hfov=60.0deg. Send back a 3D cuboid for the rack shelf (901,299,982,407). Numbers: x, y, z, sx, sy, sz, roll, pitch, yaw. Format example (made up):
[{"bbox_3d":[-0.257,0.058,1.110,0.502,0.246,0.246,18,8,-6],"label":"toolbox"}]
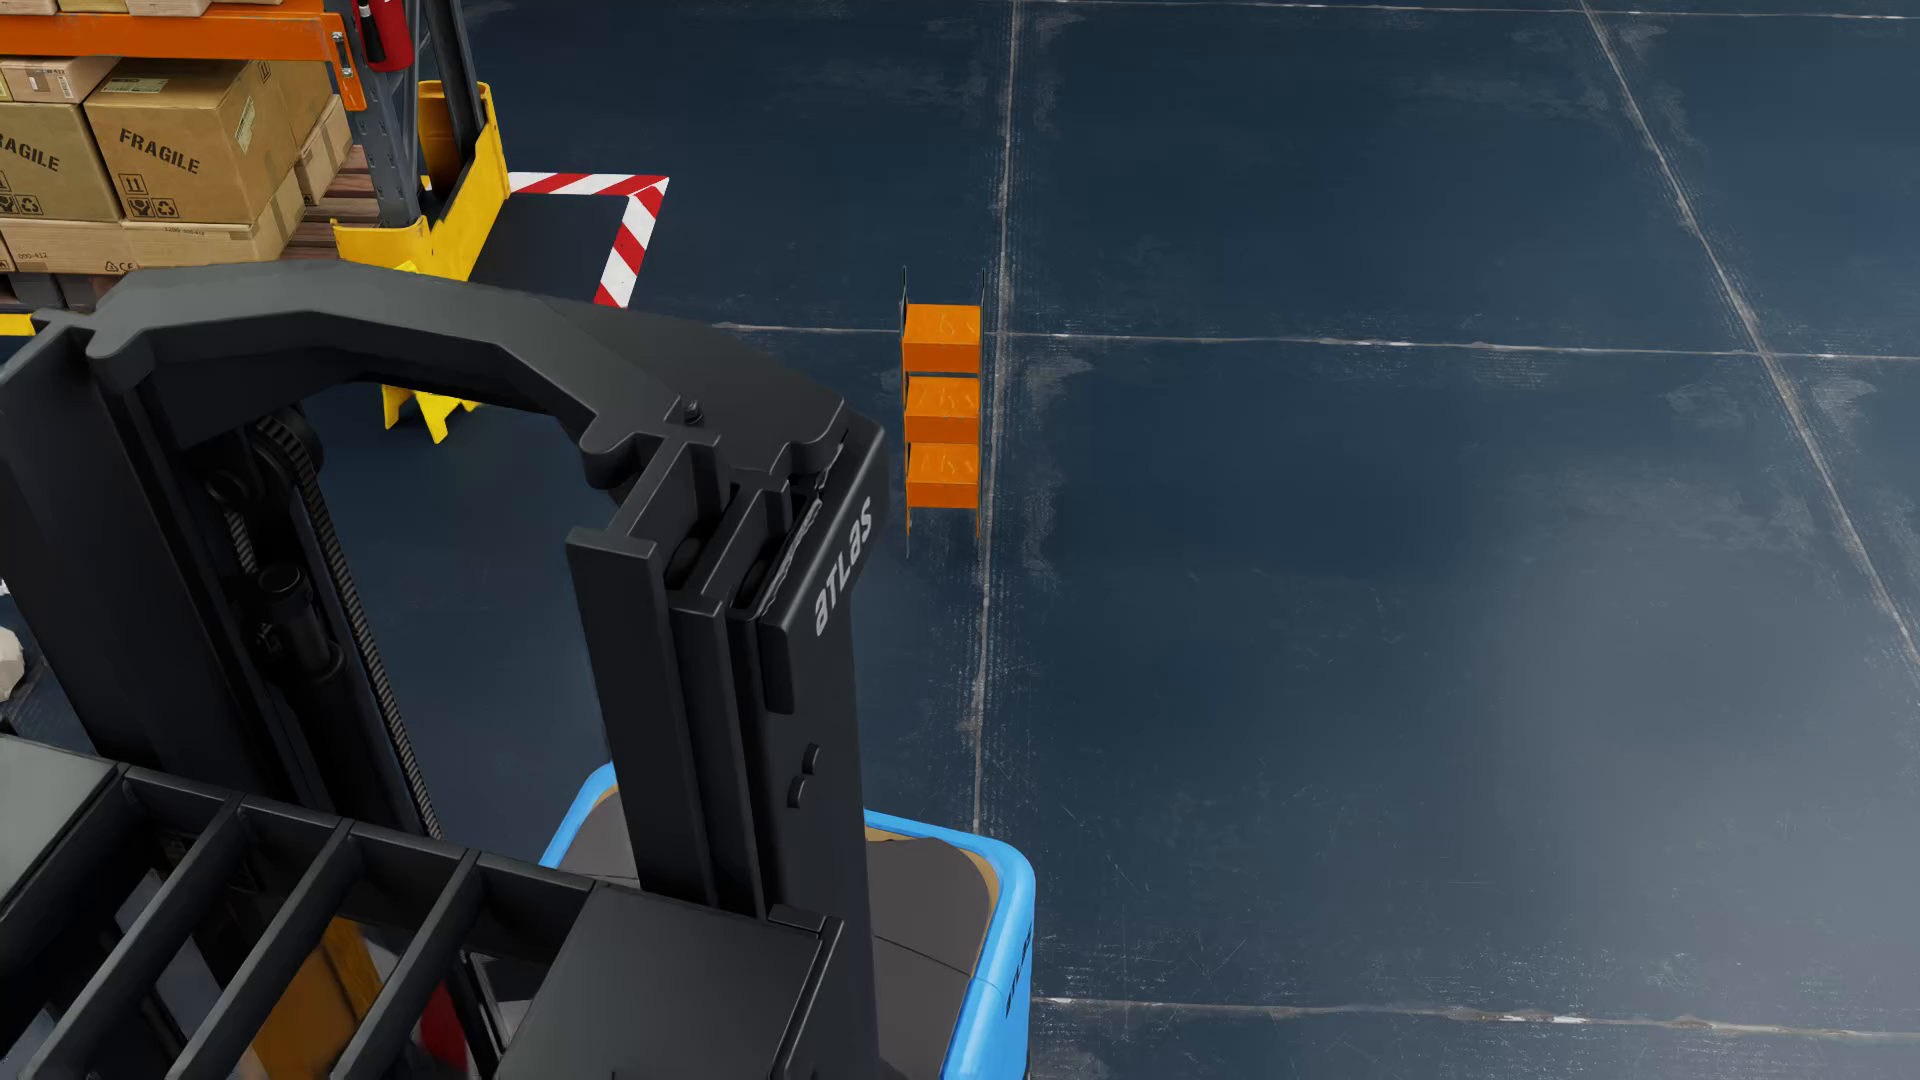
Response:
[{"bbox_3d":[-0.053,-0.586,5.208,0.240,0.259,0.215,2,43,2],"label":"rack shelf"}]

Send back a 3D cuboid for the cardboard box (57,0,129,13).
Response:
[{"bbox_3d":[-3.019,-2.026,5.909,0.250,0.149,0.380,1,43,1],"label":"cardboard box"}]

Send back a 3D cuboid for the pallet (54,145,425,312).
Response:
[{"bbox_3d":[-3.008,-1.329,7.021,1.213,0.211,1.003,2,43,2],"label":"pallet"}]

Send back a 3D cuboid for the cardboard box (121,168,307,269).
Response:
[{"bbox_3d":[-2.966,-1.288,6.641,0.500,0.250,0.500,2,43,2],"label":"cardboard box"}]

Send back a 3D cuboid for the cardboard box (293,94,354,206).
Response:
[{"bbox_3d":[-2.916,-1.658,7.039,0.500,0.250,0.500,1,43,2],"label":"cardboard box"}]

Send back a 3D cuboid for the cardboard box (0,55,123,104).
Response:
[{"bbox_3d":[-3.304,-1.770,6.132,0.250,0.149,0.380,3,43,3],"label":"cardboard box"}]

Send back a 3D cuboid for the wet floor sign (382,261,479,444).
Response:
[{"bbox_3d":[-1.981,-0.702,6.030,0.232,0.644,0.267,16,45,16],"label":"wet floor sign"}]

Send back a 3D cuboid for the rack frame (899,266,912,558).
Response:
[{"bbox_3d":[-0.175,-0.390,5.398,0.008,1.050,0.200,2,43,2],"label":"rack frame"}]

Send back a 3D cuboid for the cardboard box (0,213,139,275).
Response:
[{"bbox_3d":[-3.459,-1.308,6.663,0.500,0.250,0.500,2,43,2],"label":"cardboard box"}]

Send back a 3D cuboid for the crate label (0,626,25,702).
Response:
[{"bbox_3d":[-3.108,0.399,5.221,0.298,0.136,0.250,-19,46,-20],"label":"crate label"}]

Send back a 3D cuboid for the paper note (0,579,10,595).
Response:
[{"bbox_3d":[-3.156,0.115,5.604,0.142,0.019,0.148,-12,44,-13],"label":"paper note"}]

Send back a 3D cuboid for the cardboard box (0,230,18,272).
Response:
[{"bbox_3d":[-3.982,-1.320,6.676,0.500,0.250,0.500,0,43,0],"label":"cardboard box"}]

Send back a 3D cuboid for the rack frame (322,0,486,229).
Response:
[{"bbox_3d":[-2.122,-2.298,6.016,0.127,3.000,1.000,2,43,2],"label":"rack frame"}]

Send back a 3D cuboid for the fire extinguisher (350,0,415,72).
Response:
[{"bbox_3d":[-2.029,-1.952,5.702,0.183,0.674,0.296,2,43,2],"label":"fire extinguisher"}]

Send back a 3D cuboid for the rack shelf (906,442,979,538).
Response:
[{"bbox_3d":[-0.053,-0.175,5.591,0.240,0.259,0.215,2,43,2],"label":"rack shelf"}]

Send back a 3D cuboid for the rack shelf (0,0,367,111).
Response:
[{"bbox_3d":[-4.120,-2.096,6.327,4.000,0.370,1.077,2,43,2],"label":"rack shelf"}]

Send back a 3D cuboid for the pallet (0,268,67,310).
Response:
[{"bbox_3d":[-4.224,-1.368,7.064,1.213,0.211,1.003,2,43,2],"label":"pallet"}]

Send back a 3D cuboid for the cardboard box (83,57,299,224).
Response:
[{"bbox_3d":[-2.934,-1.567,6.390,0.500,0.500,0.500,2,43,2],"label":"cardboard box"}]

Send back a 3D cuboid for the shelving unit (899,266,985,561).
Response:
[{"bbox_3d":[-0.053,-0.386,5.394,0.252,1.050,0.215,2,43,2],"label":"shelving unit"}]

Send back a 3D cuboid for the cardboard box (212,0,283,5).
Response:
[{"bbox_3d":[-2.506,-2.072,5.957,0.250,0.149,0.380,3,43,3],"label":"cardboard box"}]

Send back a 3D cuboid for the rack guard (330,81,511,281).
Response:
[{"bbox_3d":[-2.198,-1.385,6.870,0.348,0.500,1.175,2,43,2],"label":"rack guard"}]

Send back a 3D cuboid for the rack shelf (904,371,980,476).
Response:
[{"bbox_3d":[-0.053,-0.378,5.401,0.240,0.259,0.215,2,43,2],"label":"rack shelf"}]

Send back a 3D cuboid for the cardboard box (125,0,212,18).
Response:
[{"bbox_3d":[-2.764,-2.004,5.885,0.250,0.149,0.380,1,43,1],"label":"cardboard box"}]

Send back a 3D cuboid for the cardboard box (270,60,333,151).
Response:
[{"bbox_3d":[-2.939,-1.933,6.783,0.500,0.500,0.500,0,43,0],"label":"cardboard box"}]

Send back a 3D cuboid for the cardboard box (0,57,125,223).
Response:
[{"bbox_3d":[-3.456,-1.580,6.405,0.500,0.500,0.500,3,43,3],"label":"cardboard box"}]

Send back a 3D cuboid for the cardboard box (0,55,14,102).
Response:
[{"bbox_3d":[-3.555,-1.779,6.143,0.250,0.149,0.380,2,43,3],"label":"cardboard box"}]

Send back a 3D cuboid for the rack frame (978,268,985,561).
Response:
[{"bbox_3d":[0.068,-0.382,5.390,0.008,1.050,0.200,2,43,2],"label":"rack frame"}]

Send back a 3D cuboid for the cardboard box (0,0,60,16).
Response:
[{"bbox_3d":[-3.277,-2.014,5.895,0.250,0.149,0.380,2,43,3],"label":"cardboard box"}]

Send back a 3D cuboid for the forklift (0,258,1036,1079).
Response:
[{"bbox_3d":[-0.720,1.236,2.273,1.130,2.935,3.031,11,44,12],"label":"forklift"}]
